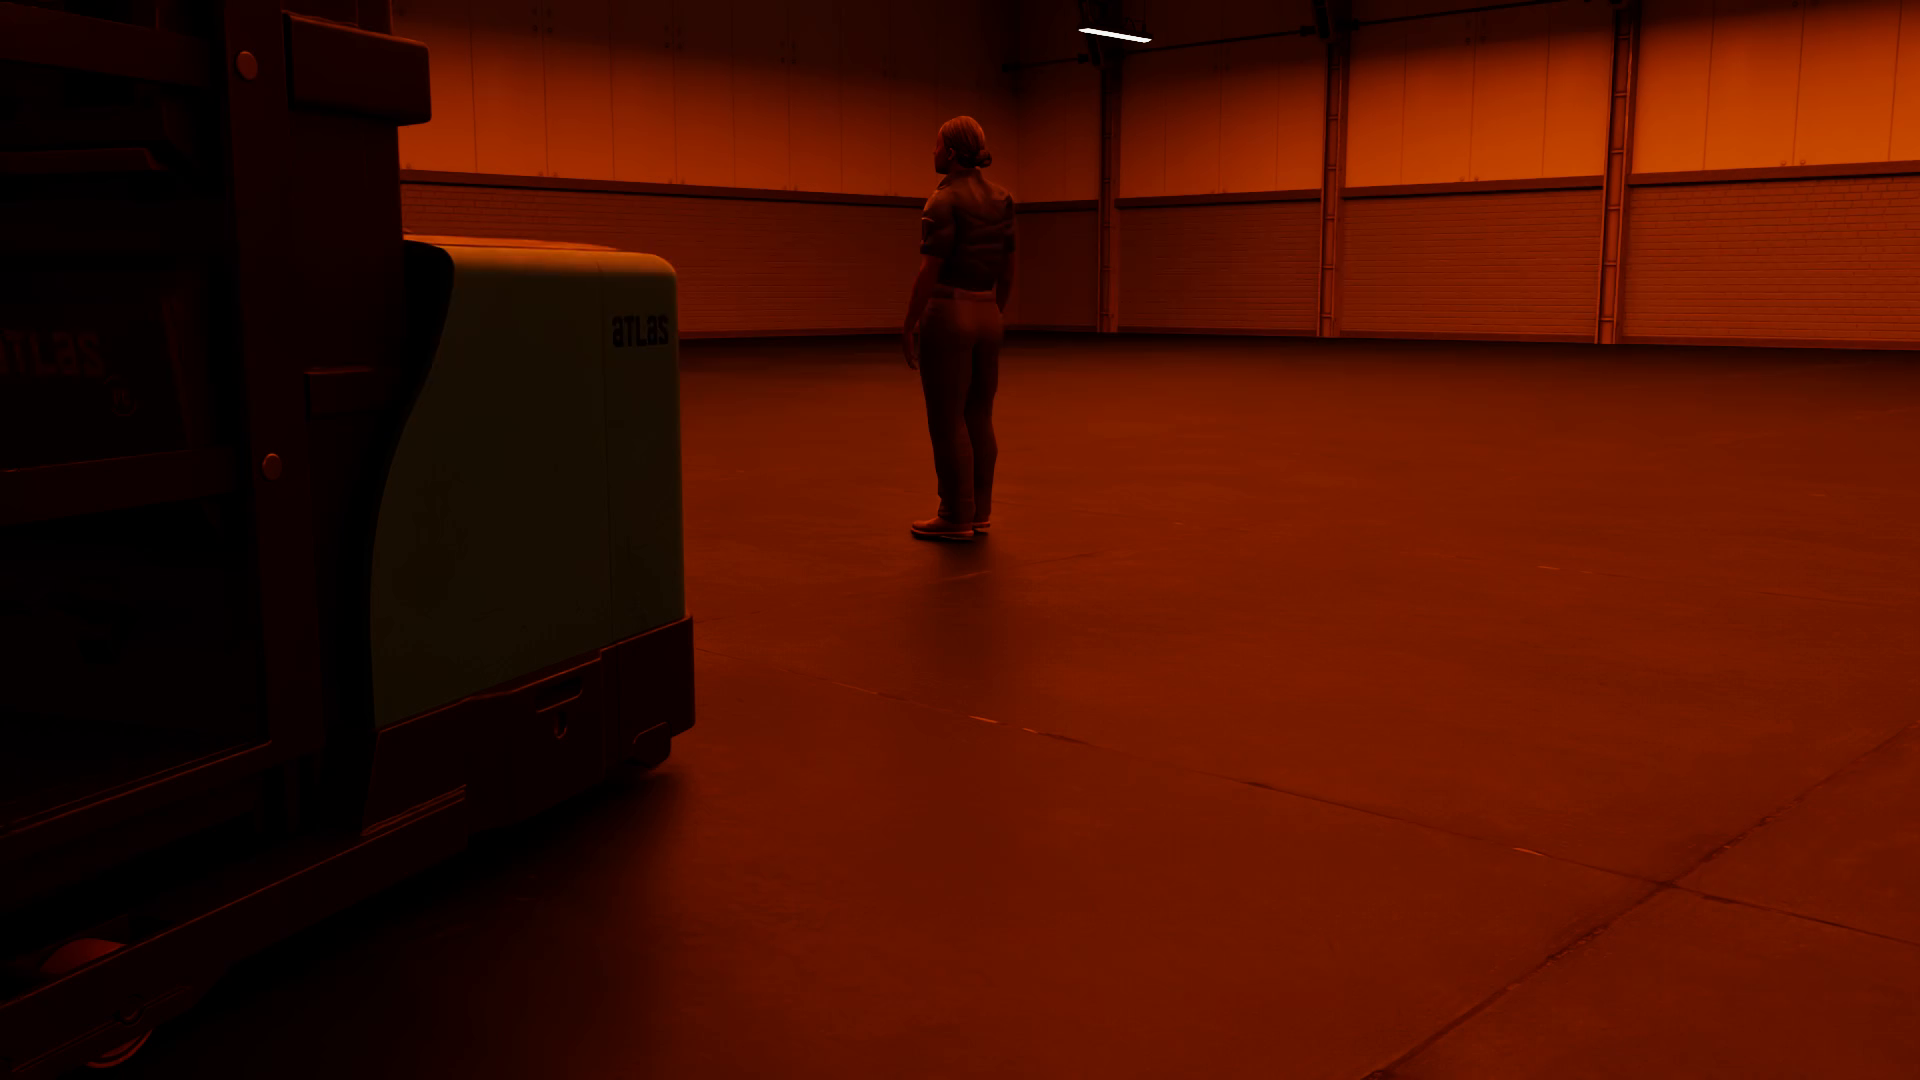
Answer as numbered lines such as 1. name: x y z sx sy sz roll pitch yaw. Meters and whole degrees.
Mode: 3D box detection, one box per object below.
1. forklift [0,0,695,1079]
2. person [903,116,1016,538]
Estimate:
1. forklift: -1.564 -0.805 2.219 1.130 2.935 3.031 3 9 20
2. person: -0.050 -0.836 6.667 0.503 1.656 0.570 8 12 43
